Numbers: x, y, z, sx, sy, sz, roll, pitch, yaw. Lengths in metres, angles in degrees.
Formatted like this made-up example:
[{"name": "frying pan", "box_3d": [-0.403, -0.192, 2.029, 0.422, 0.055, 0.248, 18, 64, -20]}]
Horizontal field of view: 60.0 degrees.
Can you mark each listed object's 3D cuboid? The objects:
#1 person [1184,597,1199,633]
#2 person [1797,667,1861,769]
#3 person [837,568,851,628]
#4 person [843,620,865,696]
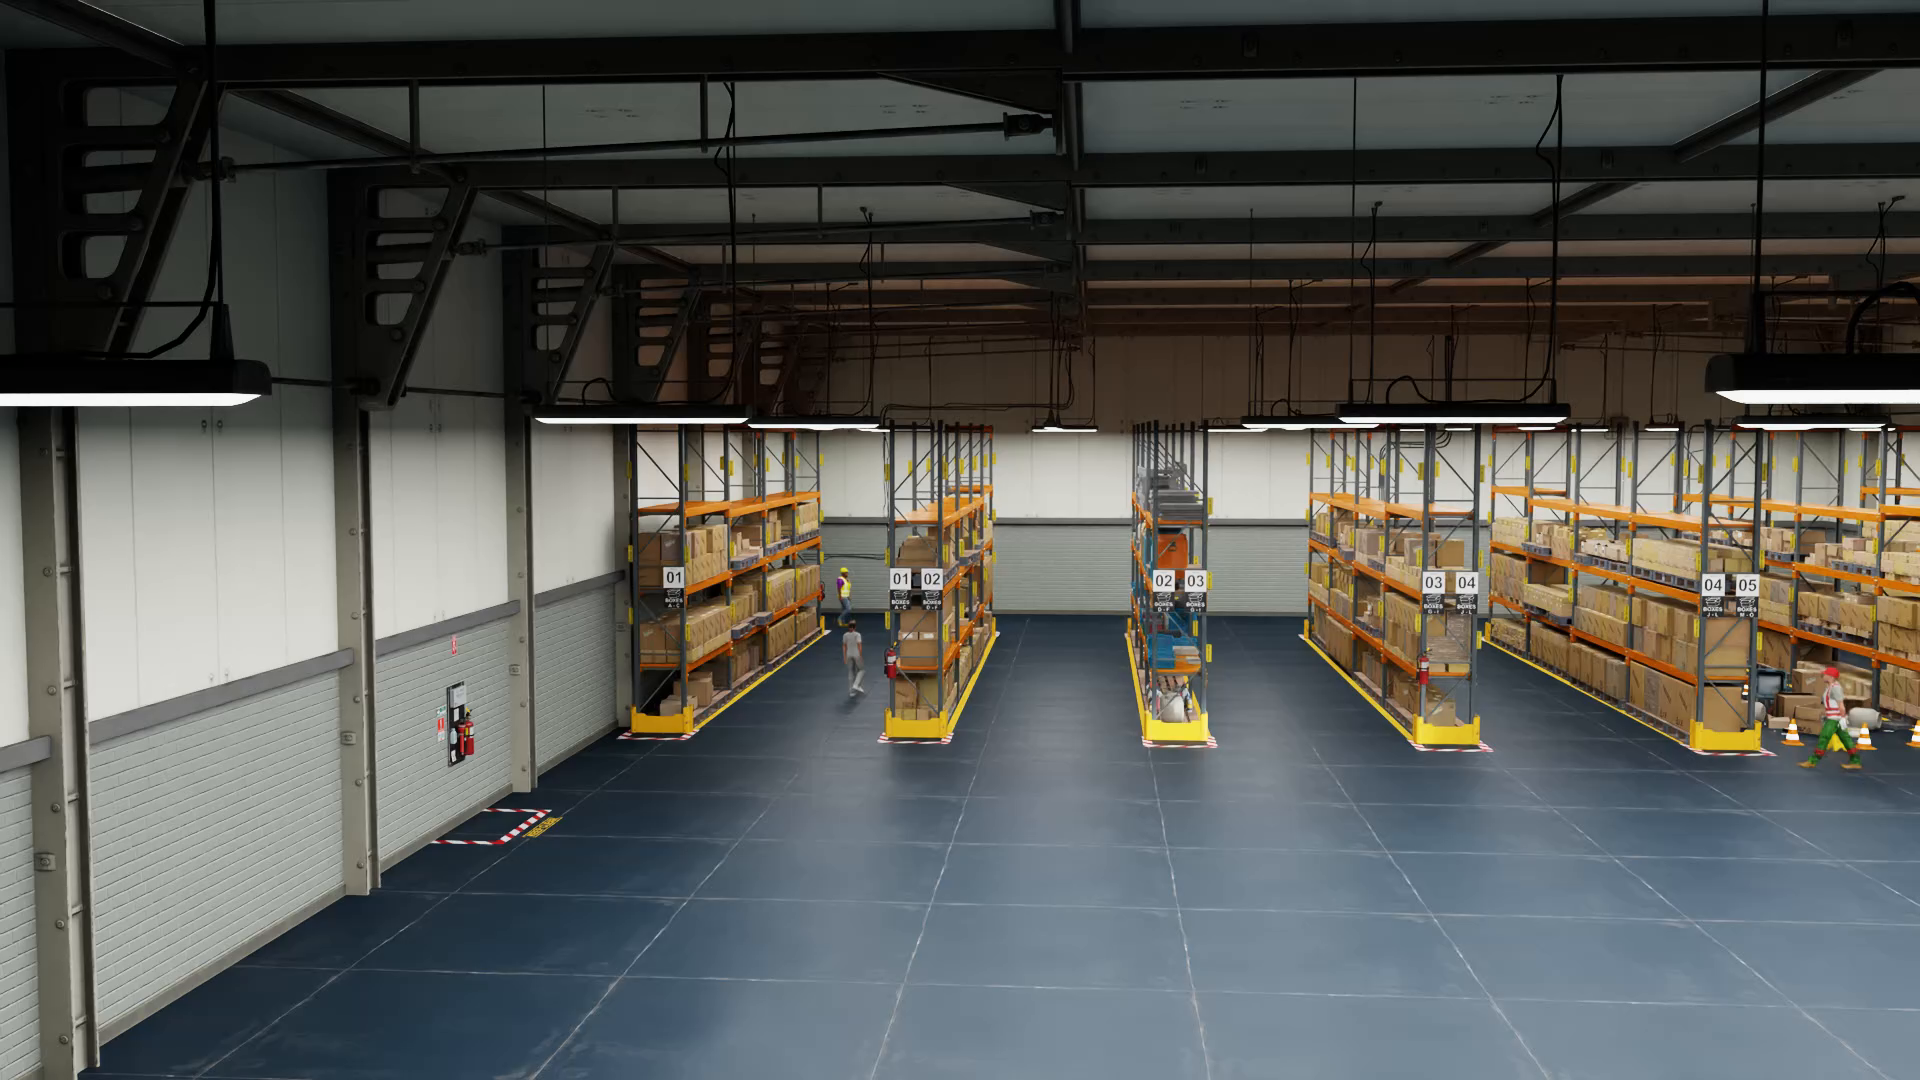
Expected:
[{"name": "person", "box_3d": [6.801, 1.806, 47.876, 0.579, 1.711, 1.132, -1, 4, -13]}, {"name": "person", "box_3d": [14.871, 3.029, 28.404, 0.981, 1.724, 0.593, 2, 4, 26]}, {"name": "person", "box_3d": [-3.429, 1.703, 49.374, 0.448, 1.766, 0.609, 0, 4, 7]}, {"name": "person", "box_3d": [-2.336, 2.582, 36.414, 0.505, 1.658, 0.471, 1, 4, 13]}]
